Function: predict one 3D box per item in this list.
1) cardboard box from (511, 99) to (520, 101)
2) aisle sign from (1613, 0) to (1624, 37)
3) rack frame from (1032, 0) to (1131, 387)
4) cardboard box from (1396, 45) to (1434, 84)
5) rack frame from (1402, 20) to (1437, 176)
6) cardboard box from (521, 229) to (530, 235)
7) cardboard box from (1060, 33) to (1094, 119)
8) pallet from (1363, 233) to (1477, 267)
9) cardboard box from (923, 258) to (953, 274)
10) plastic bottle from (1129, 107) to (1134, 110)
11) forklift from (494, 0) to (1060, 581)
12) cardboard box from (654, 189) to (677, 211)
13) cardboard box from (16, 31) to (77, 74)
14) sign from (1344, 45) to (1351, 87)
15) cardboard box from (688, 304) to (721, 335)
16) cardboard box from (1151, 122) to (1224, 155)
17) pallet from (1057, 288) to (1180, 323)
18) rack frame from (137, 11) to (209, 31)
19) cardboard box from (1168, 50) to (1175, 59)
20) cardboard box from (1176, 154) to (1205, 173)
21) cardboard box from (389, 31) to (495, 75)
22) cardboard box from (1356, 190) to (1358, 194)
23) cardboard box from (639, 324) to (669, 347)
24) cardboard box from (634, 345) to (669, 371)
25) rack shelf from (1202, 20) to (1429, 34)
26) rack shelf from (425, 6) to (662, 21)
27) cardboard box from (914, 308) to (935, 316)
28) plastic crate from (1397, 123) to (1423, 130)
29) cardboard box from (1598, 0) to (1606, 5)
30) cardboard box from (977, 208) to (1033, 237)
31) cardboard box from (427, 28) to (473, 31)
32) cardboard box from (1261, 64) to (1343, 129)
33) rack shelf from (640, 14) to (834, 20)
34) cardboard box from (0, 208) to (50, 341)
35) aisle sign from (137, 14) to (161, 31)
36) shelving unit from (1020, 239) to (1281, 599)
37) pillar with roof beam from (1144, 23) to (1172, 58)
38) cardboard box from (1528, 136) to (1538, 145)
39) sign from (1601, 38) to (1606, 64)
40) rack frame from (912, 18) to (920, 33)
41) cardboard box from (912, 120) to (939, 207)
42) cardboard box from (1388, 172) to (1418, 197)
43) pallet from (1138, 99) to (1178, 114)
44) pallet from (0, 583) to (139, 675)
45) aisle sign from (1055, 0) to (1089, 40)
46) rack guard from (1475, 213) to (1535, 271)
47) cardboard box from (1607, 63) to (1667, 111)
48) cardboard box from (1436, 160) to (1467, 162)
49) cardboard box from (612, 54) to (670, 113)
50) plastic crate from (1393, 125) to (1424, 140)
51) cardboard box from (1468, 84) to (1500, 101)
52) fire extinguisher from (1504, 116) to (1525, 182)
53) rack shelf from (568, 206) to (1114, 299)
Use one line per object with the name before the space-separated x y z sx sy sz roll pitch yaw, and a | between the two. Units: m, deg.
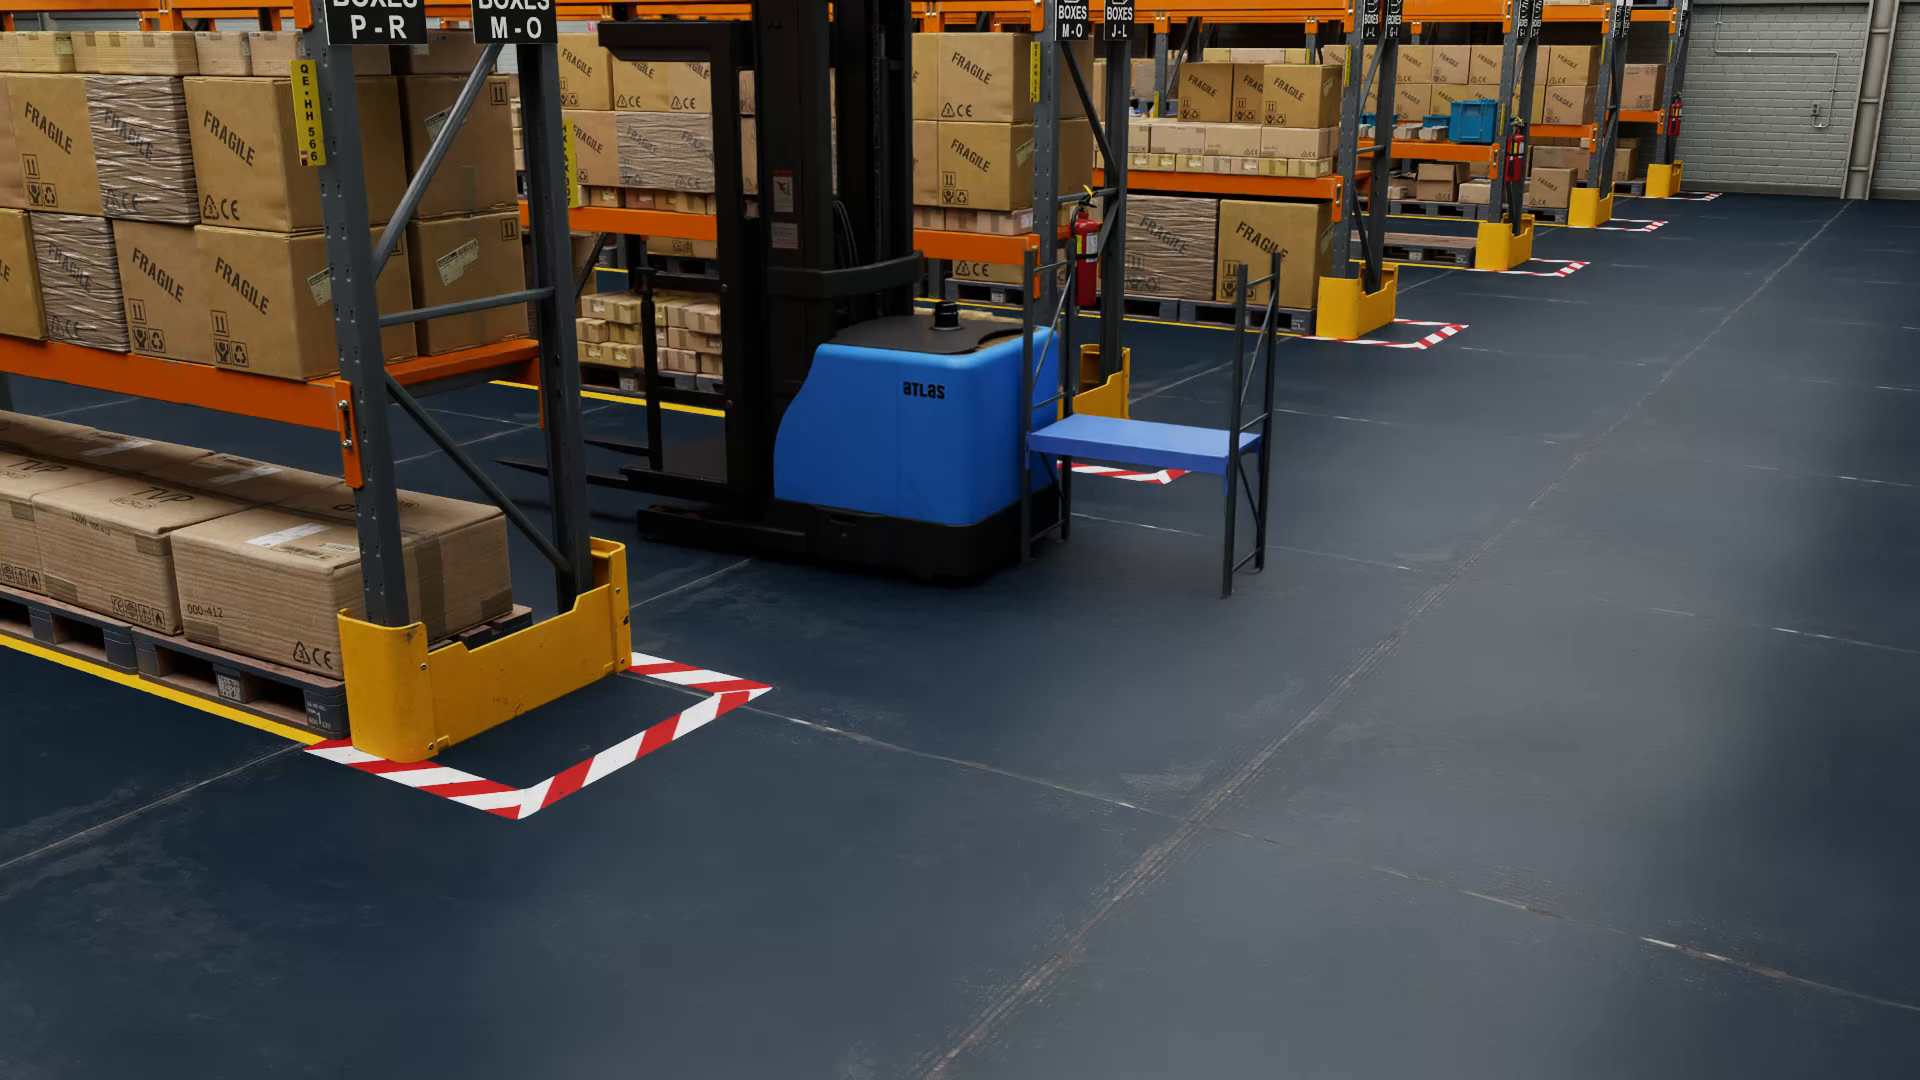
cardboard box | -3.441 -3.329 12.864 0.250 0.149 0.380 10 19 29
aisle sign | 8.499 -6.885 21.415 0.004 0.787 0.394 10 20 30
rack frame | 0.732 -2.062 10.008 0.127 3.000 1.000 10 20 30
cardboard box | 6.325 -6.564 22.938 0.500 0.500 0.500 9 19 28
rack frame | 7.782 -7.564 28.120 0.127 3.000 1.000 10 20 30
cardboard box | -3.623 -2.292 13.054 0.500 0.250 0.500 11 20 32
cardboard box | 0.488 -2.864 10.246 0.500 0.500 0.500 10 20 30
pallet | 5.323 -3.302 18.890 1.213 0.211 1.003 10 20 30
cardboard box | -0.551 -3.160 16.556 0.875 0.875 1.225 10 20 30
plastic bottle | 2.090 -5.271 20.786 0.135 0.276 0.152 10 20 30
forklift | -1.046 -1.499 8.274 3.031 2.935 1.130 9 19 27
cardboard box | -1.865 -2.335 11.338 0.250 0.149 0.380 9 19 28
cardboard box | -3.299 -1.843 6.278 0.250 0.149 0.380 11 20 31
sign | 3.118 -3.810 13.363 0.005 0.325 0.100 10 20 30
cardboard box | -1.638 -1.512 11.358 0.250 0.149 0.380 11 20 31
cardboard box | 1.996 -3.508 14.515 0.500 0.250 0.500 9 19 28
pallet | 1.656 -2.229 15.355 1.213 0.211 1.003 10 20 30
rack frame | -10.220 -5.709 22.013 0.127 3.000 1.000 10 20 30
cardboard box | 3.782 -8.831 30.248 0.250 0.149 0.380 7 18 21
cardboard box | 2.067 -3.282 14.458 0.250 0.149 0.380 10 19 29
cardboard box | -1.930 -1.780 6.071 0.250 0.149 0.380 11 20 31
cardboard box | 5.437 -5.143 24.020 0.500 0.311 0.500 10 20 30
cardboard box | -2.046 -1.471 11.732 0.250 0.149 0.380 10 20 30
cardboard box | -2.069 -1.307 11.705 0.250 0.149 0.380 10 20 30
rack shelf | 6.078 -8.959 28.790 4.000 0.370 1.077 10 20 30
rack shelf | -5.108 -5.887 18.677 4.000 0.370 1.077 10 20 30
cardboard box | -0.237 -1.447 11.141 0.250 0.149 0.380 9 19 27
plastic crate | 5.160 -4.696 19.029 0.298 0.136 0.250 10 20 30
cardboard box | 8.296 -7.232 22.127 0.500 0.250 0.500 10 20 30
cardboard box | 0.306 -1.921 9.977 0.250 0.149 0.380 10 20 30
cardboard box | -6.208 -5.433 19.350 1.000 1.000 1.000 10 20 30
cardboard box | 2.861 -3.713 13.901 0.500 0.500 0.500 10 20 31
rack shelf | -2.516 -7.114 22.716 4.000 0.370 1.077 10 20 30
cardboard box | -3.632 -1.107 6.694 0.500 0.500 0.500 11 20 32
aisle sign | -10.430 -6.888 21.422 0.004 0.787 0.394 10 20 30
shelving unit | 0.869 -0.589 7.739 1.048 1.500 0.538 9 19 27
pillar with roof beam | 1.465 -10.388 27.098 0.400 9.000 9.100 10 20 30
cardboard box | 9.456 -6.614 27.455 0.250 0.149 0.380 10 19 29
sign | 8.294 -6.299 21.420 0.005 0.325 0.100 10 20 30
rack frame | -0.811 -5.718 22.046 0.127 3.000 1.000 10 20 30
cardboard box | -0.222 -2.336 10.227 0.500 0.500 0.500 10 19 29
cardboard box | 6.466 -5.130 23.977 0.500 0.311 0.500 10 20 30
pallet | 3.444 -6.558 25.140 1.213 0.211 1.003 10 20 30
pallet | -3.530 0.226 7.275 1.213 0.211 1.003 10 20 30
aisle sign | 0.637 -3.220 9.349 0.004 0.787 0.394 10 20 30
rack guard | 6.033 -3.305 18.402 0.348 0.500 1.175 10 20 30
cardboard box | 10.751 -7.174 26.321 0.700 0.700 0.980 11 20 33
cardboard box | 8.366 -6.429 27.964 0.500 0.500 0.700 10 20 31
cardboard box | -1.970 -3.135 11.136 0.500 0.500 0.500 9 19 28
plastic crate | 4.977 -4.531 18.487 0.243 0.136 0.396 10 20 30
cardboard box | 7.211 -5.932 22.575 0.500 0.500 0.500 10 20 30
fire extinguisher | 5.896 -4.151 17.659 0.183 0.674 0.296 10 20 30
rack shelf | -0.973 -2.022 11.114 4.000 0.370 1.077 10 20 30
